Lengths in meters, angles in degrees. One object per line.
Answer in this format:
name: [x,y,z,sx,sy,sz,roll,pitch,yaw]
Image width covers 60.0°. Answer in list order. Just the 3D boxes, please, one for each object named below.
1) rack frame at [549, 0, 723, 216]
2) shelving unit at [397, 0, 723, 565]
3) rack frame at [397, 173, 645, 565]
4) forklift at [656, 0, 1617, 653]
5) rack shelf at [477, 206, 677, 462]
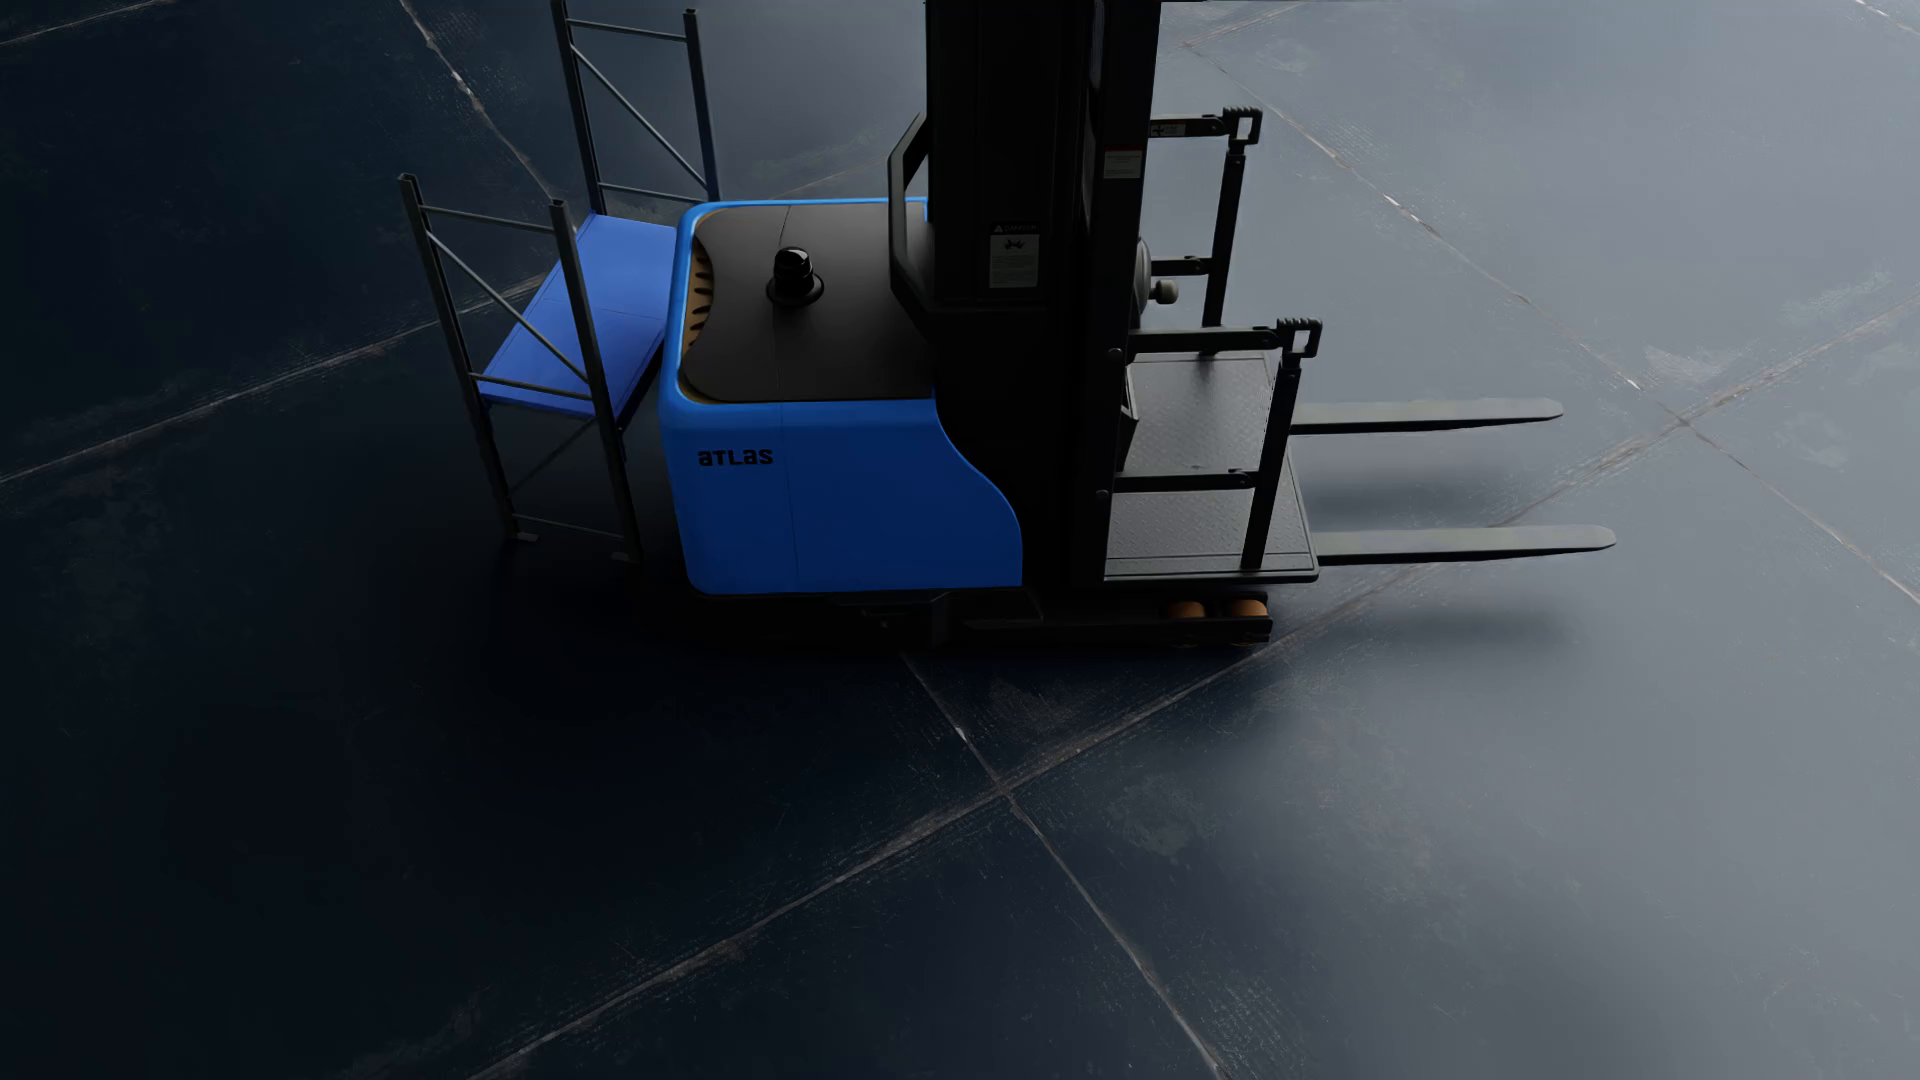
rack frame: [-1.067,-1.206,5.819,0.500,1.500,0.032,11,49,10]
shelving unit: [-1.196,-0.838,5.492,0.538,1.500,1.048,11,49,10]
rack frame: [-1.326,-0.471,5.165,0.500,1.500,0.032,11,49,10]
forklift: [0.625,-1.018,4.694,3.031,2.935,1.130,-2,48,-2]
rack shelf: [-1.196,-0.719,5.627,0.538,0.185,1.000,11,49,10]
